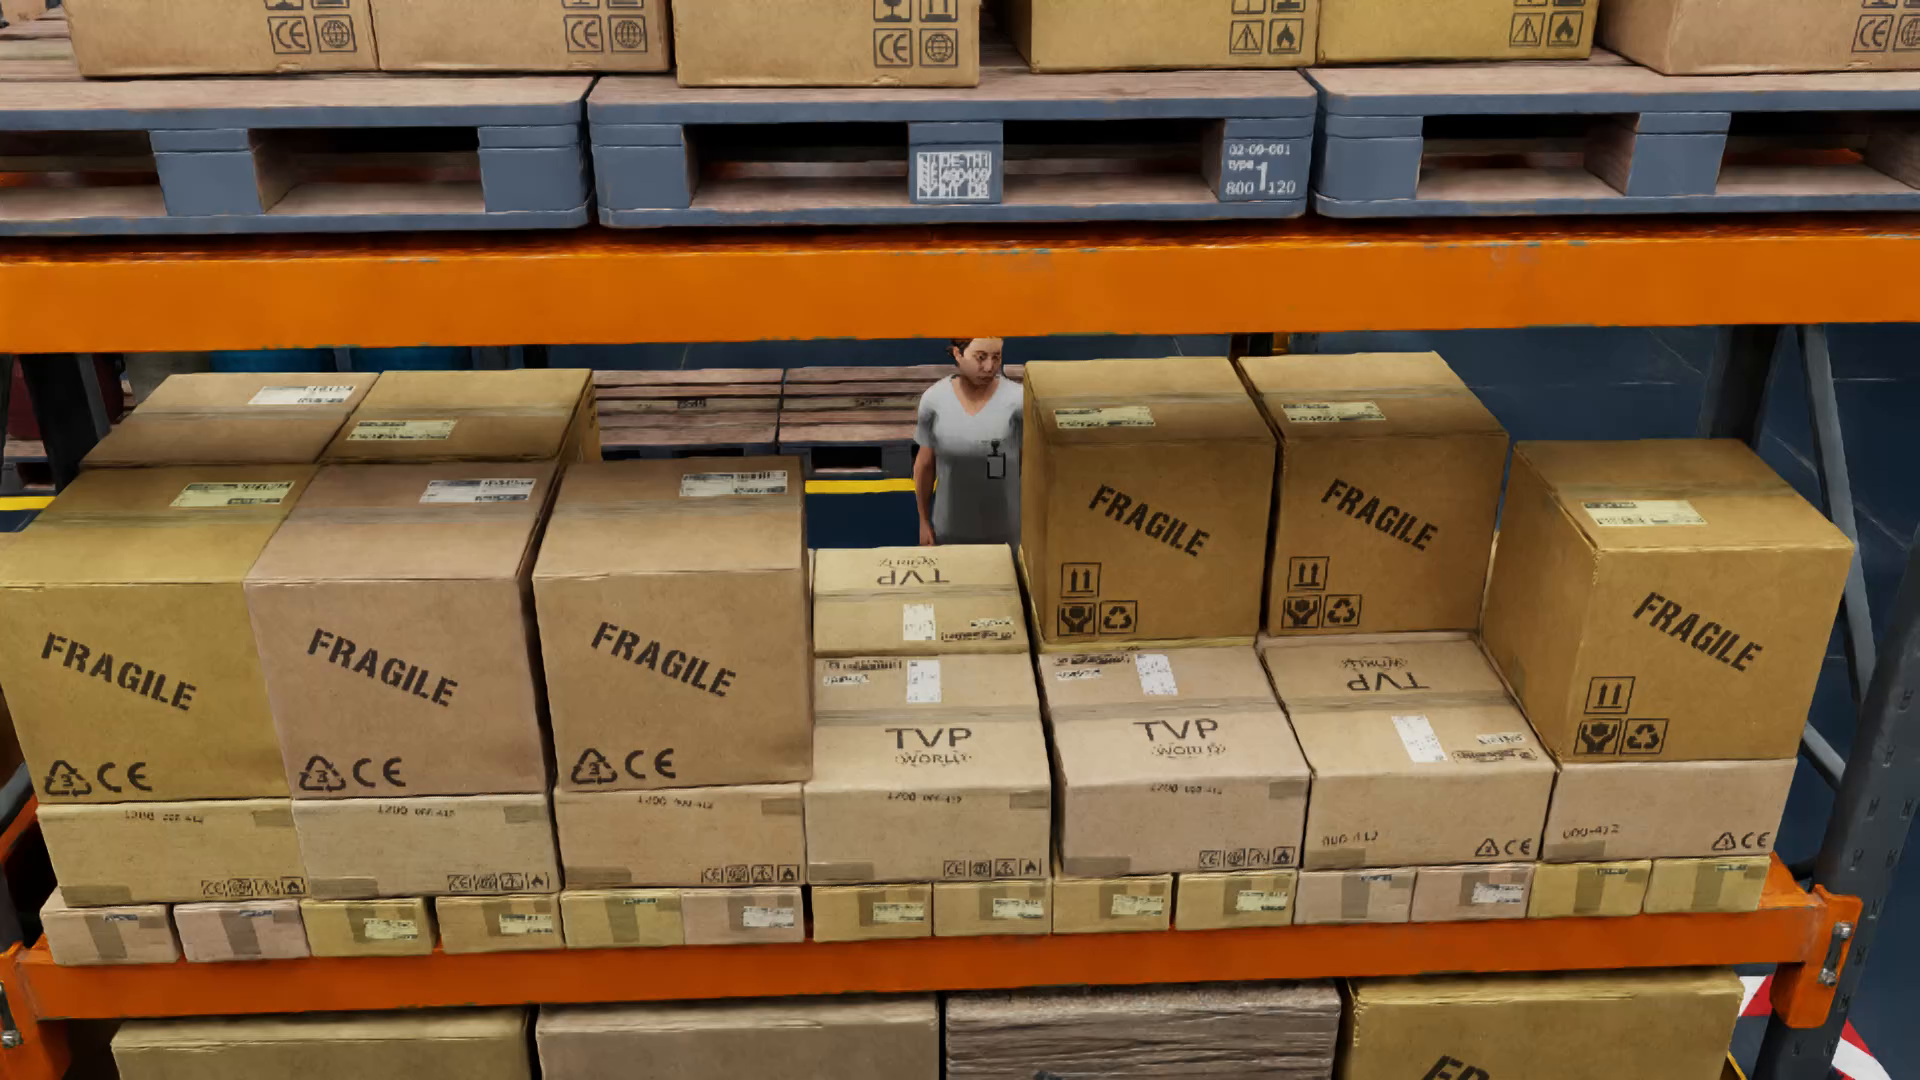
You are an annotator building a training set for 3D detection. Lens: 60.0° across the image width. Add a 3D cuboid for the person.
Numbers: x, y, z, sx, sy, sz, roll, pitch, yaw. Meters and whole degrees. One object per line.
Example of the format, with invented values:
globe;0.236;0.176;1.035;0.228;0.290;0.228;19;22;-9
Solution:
person;0.056;-0.032;6.147;0.528;1.659;0.411;5;28;9
